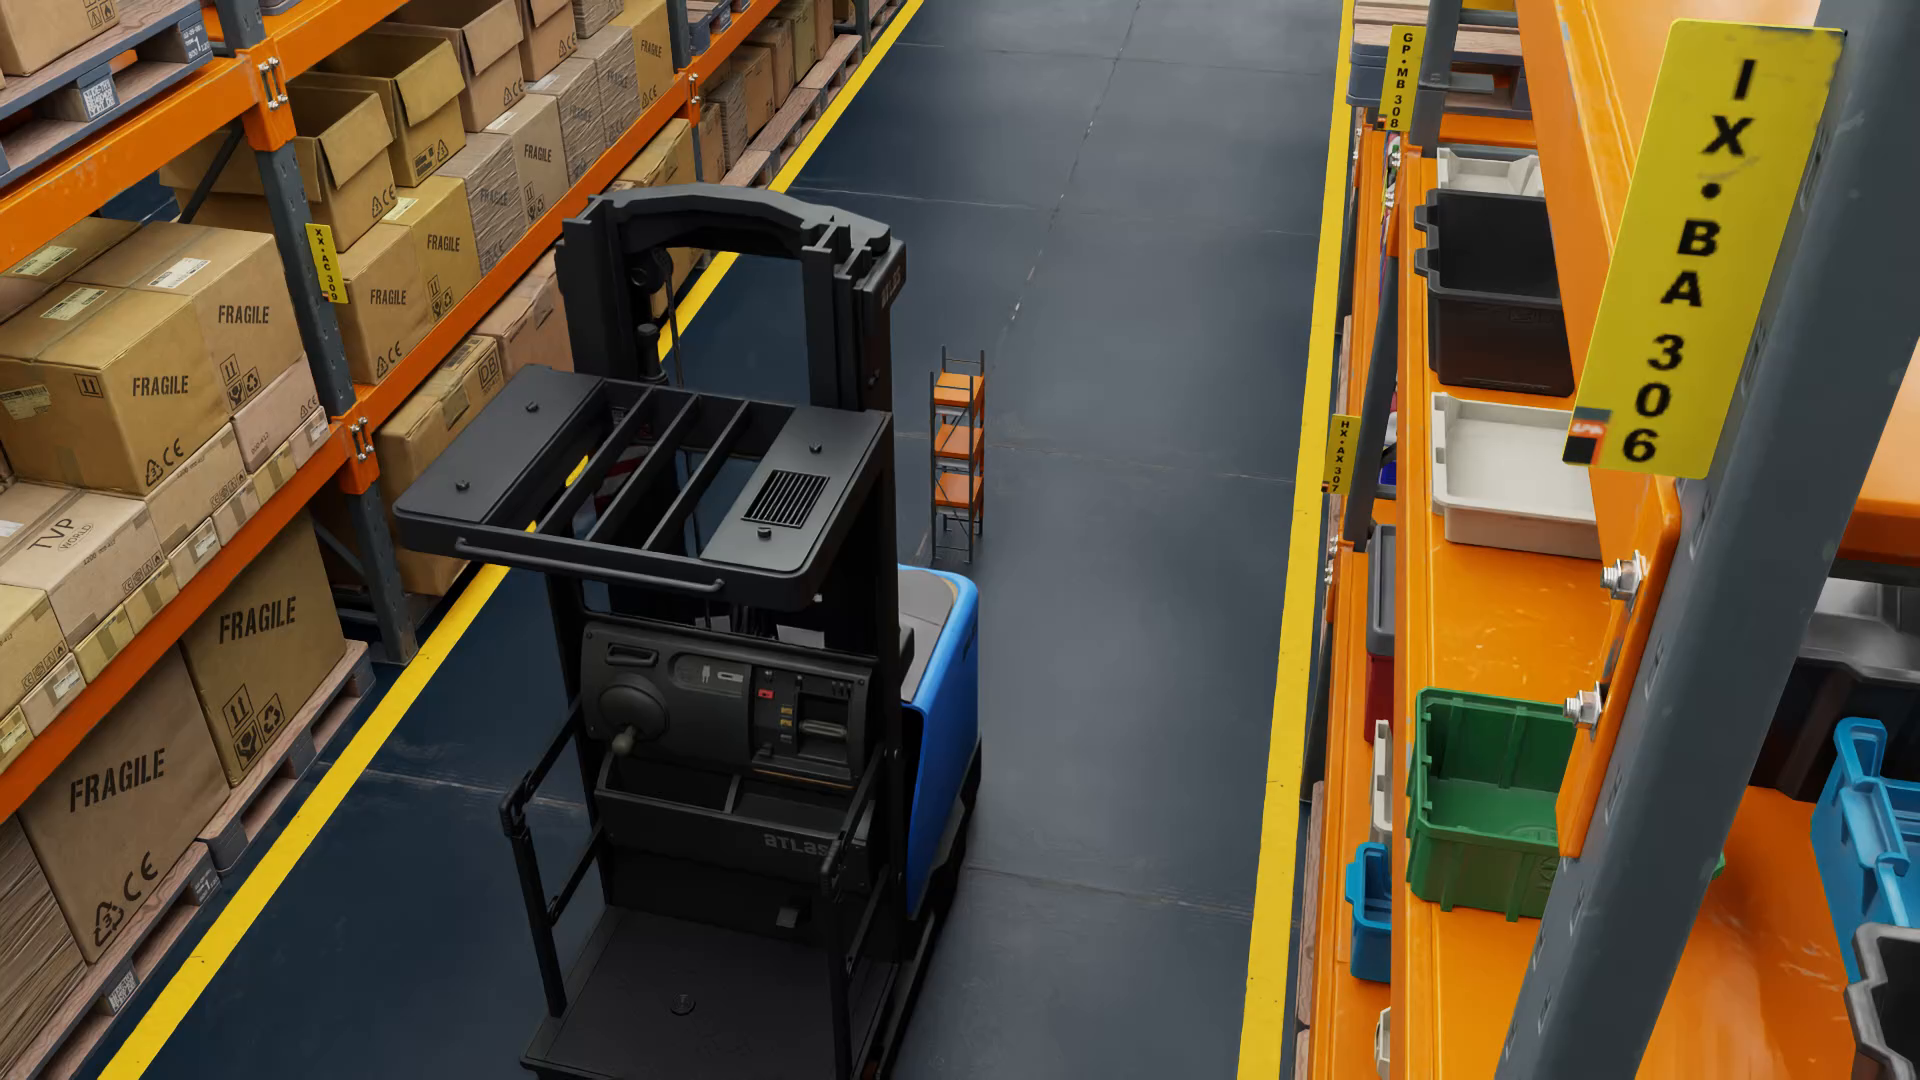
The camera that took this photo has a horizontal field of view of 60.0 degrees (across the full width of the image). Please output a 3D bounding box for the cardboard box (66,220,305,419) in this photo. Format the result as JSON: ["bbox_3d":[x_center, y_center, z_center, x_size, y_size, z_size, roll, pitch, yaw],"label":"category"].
[{"bbox_3d":[-2.794,-0.804,6.039,0.500,0.500,0.500,8,37,11],"label":"cardboard box"}]

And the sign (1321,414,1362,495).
[{"bbox_3d":[1.345,-0.299,5.871,0.100,0.325,0.005,7,37,10],"label":"sign"}]

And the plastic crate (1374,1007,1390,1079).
[{"bbox_3d":[1.182,1.269,4.117,0.298,0.136,0.250,7,37,10],"label":"plastic crate"}]

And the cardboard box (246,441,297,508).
[{"bbox_3d":[-2.757,-0.273,6.284,0.380,0.149,0.250,8,37,11],"label":"cardboard box"}]

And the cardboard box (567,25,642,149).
[{"bbox_3d":[-2.078,-2.473,9.021,0.500,0.500,0.500,7,37,10],"label":"cardboard box"}]

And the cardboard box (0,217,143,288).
[{"bbox_3d":[-3.309,-0.859,6.114,0.500,0.500,0.500,7,37,10],"label":"cardboard box"}]

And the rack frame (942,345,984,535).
[{"bbox_3d":[0.015,-0.464,7.996,0.200,1.050,0.008,7,37,10],"label":"rack frame"}]

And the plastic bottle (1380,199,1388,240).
[{"bbox_3d":[2.079,-1.558,7.953,0.097,0.271,0.097,0,36,0],"label":"plastic bottle"}]

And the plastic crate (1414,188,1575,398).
[{"bbox_3d":[1.349,-0.601,4.079,0.497,0.269,0.590,7,37,10],"label":"plastic crate"}]

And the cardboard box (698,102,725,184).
[{"bbox_3d":[-1.979,-2.584,11.014,0.700,0.500,0.500,5,36,8],"label":"cardboard box"}]

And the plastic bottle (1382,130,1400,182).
[{"bbox_3d":[2.213,-1.973,8.516,0.061,0.283,0.133,7,37,10],"label":"plastic bottle"}]

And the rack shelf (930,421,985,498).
[{"bbox_3d":[-0.011,-0.386,7.906,0.215,0.259,0.240,7,37,10],"label":"rack shelf"}]

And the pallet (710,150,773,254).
[{"bbox_3d":[-1.934,-2.350,11.313,1.003,0.211,1.213,7,37,10],"label":"pallet"}]

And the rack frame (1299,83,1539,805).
[{"bbox_3d":[1.882,-0.117,5.856,1.000,3.000,0.127,7,37,10],"label":"rack frame"}]

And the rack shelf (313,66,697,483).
[{"bbox_3d":[-2.529,-1.593,8.506,1.077,0.370,4.000,7,37,10],"label":"rack shelf"}]

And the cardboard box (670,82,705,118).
[{"bbox_3d":[-1.988,-2.889,10.796,0.500,0.250,0.500,9,37,12],"label":"cardboard box"}]

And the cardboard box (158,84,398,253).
[{"bbox_3d":[-2.828,-1.552,6.895,0.797,0.503,0.637,6,36,9],"label":"cardboard box"}]

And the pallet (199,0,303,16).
[{"bbox_3d":[-2.809,-2.407,6.622,0.805,0.209,1.217,6,36,8],"label":"pallet"}]

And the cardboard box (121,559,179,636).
[{"bbox_3d":[-2.921,0.170,5.674,0.380,0.149,0.250,8,37,11],"label":"cardboard box"}]

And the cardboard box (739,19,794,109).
[{"bbox_3d":[-1.639,-3.549,12.346,0.700,0.500,0.500,4,36,6],"label":"cardboard box"}]

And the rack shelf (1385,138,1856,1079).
[{"bbox_3d":[1.455,0.106,3.605,1.077,0.370,4.000,7,37,10],"label":"rack shelf"}]

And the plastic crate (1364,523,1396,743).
[{"bbox_3d":[1.446,0.313,5.157,0.402,0.464,0.583,7,37,10],"label":"plastic crate"}]

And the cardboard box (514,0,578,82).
[{"bbox_3d":[-2.416,-2.688,8.462,0.797,0.503,0.637,8,37,11],"label":"cardboard box"}]

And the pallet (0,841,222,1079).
[{"bbox_3d":[-3.454,1.519,5.975,1.003,0.211,1.213,7,37,10],"label":"pallet"}]

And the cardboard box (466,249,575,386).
[{"bbox_3d":[-2.649,-0.930,8.429,1.225,0.875,0.875,6,36,8],"label":"cardboard box"}]

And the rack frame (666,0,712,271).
[{"bbox_3d":[-2.102,-3.031,9.876,1.000,3.000,0.127,7,37,10],"label":"rack frame"}]

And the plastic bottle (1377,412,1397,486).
[{"bbox_3d":[1.650,-0.334,6.260,0.152,0.276,0.135,7,37,10],"label":"plastic bottle"}]

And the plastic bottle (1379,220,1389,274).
[{"bbox_3d":[2.032,-1.358,7.673,0.152,0.276,0.135,7,37,10],"label":"plastic bottle"}]

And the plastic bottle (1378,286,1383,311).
[{"bbox_3d":[1.912,-1.082,7.356,0.097,0.201,0.097,0,36,0],"label":"plastic bottle"}]

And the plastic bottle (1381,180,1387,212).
[{"bbox_3d":[2.149,-1.718,8.233,0.097,0.201,0.097,0,36,0],"label":"plastic bottle"}]

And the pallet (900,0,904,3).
[{"bbox_3d":[-0.881,-5.286,15.364,1.003,0.211,1.213,7,37,10],"label":"pallet"}]

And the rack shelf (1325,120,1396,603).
[{"bbox_3d":[2.309,-0.973,7.649,1.077,0.370,4.000,7,37,10],"label":"rack shelf"}]

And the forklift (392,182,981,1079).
[{"bbox_3d":[-0.780,0.582,4.950,1.130,2.935,3.031,9,37,12],"label":"forklift"}]

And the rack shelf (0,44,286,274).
[{"bbox_3d":[-3.384,-0.515,4.461,1.077,0.370,4.000,7,37,10],"label":"rack shelf"}]

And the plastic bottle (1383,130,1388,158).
[{"bbox_3d":[2.328,-2.153,8.770,0.152,0.276,0.135,7,37,10],"label":"plastic bottle"}]

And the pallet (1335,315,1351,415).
[{"bbox_3d":[2.609,-0.824,9.207,1.003,0.211,1.213,7,37,10],"label":"pallet"}]

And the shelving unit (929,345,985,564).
[{"bbox_3d":[-0.011,-0.394,7.900,0.215,1.050,0.252,7,37,10],"label":"shelving unit"}]

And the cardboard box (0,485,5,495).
[{"bbox_3d":[-3.529,0.021,5.539,0.500,0.250,0.500,8,37,11],"label":"cardboard box"}]

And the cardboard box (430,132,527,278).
[{"bbox_3d":[-2.400,-1.586,7.797,0.500,0.500,0.500,7,36,9],"label":"cardboard box"}]

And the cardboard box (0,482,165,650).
[{"bbox_3d":[-3.012,0.078,5.461,0.500,0.250,0.500,8,37,11],"label":"cardboard box"}]

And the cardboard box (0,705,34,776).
[{"bbox_3d":[-3.086,0.613,5.063,0.380,0.149,0.250,6,36,9],"label":"cardboard box"}]

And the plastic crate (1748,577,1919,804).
[{"bbox_3d":[1.622,0.145,2.991,0.504,0.338,0.767,7,37,10],"label":"plastic crate"}]

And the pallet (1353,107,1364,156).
[{"bbox_3d":[3.461,-3.120,12.374,1.003,0.211,1.213,7,37,10],"label":"pallet"}]

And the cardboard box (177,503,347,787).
[{"bbox_3d":[-3.176,0.320,6.704,0.875,0.875,0.875,7,37,10],"label":"cardboard box"}]

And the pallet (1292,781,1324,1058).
[{"bbox_3d":[1.763,1.438,6.086,1.003,0.211,1.213,7,37,10],"label":"pallet"}]
